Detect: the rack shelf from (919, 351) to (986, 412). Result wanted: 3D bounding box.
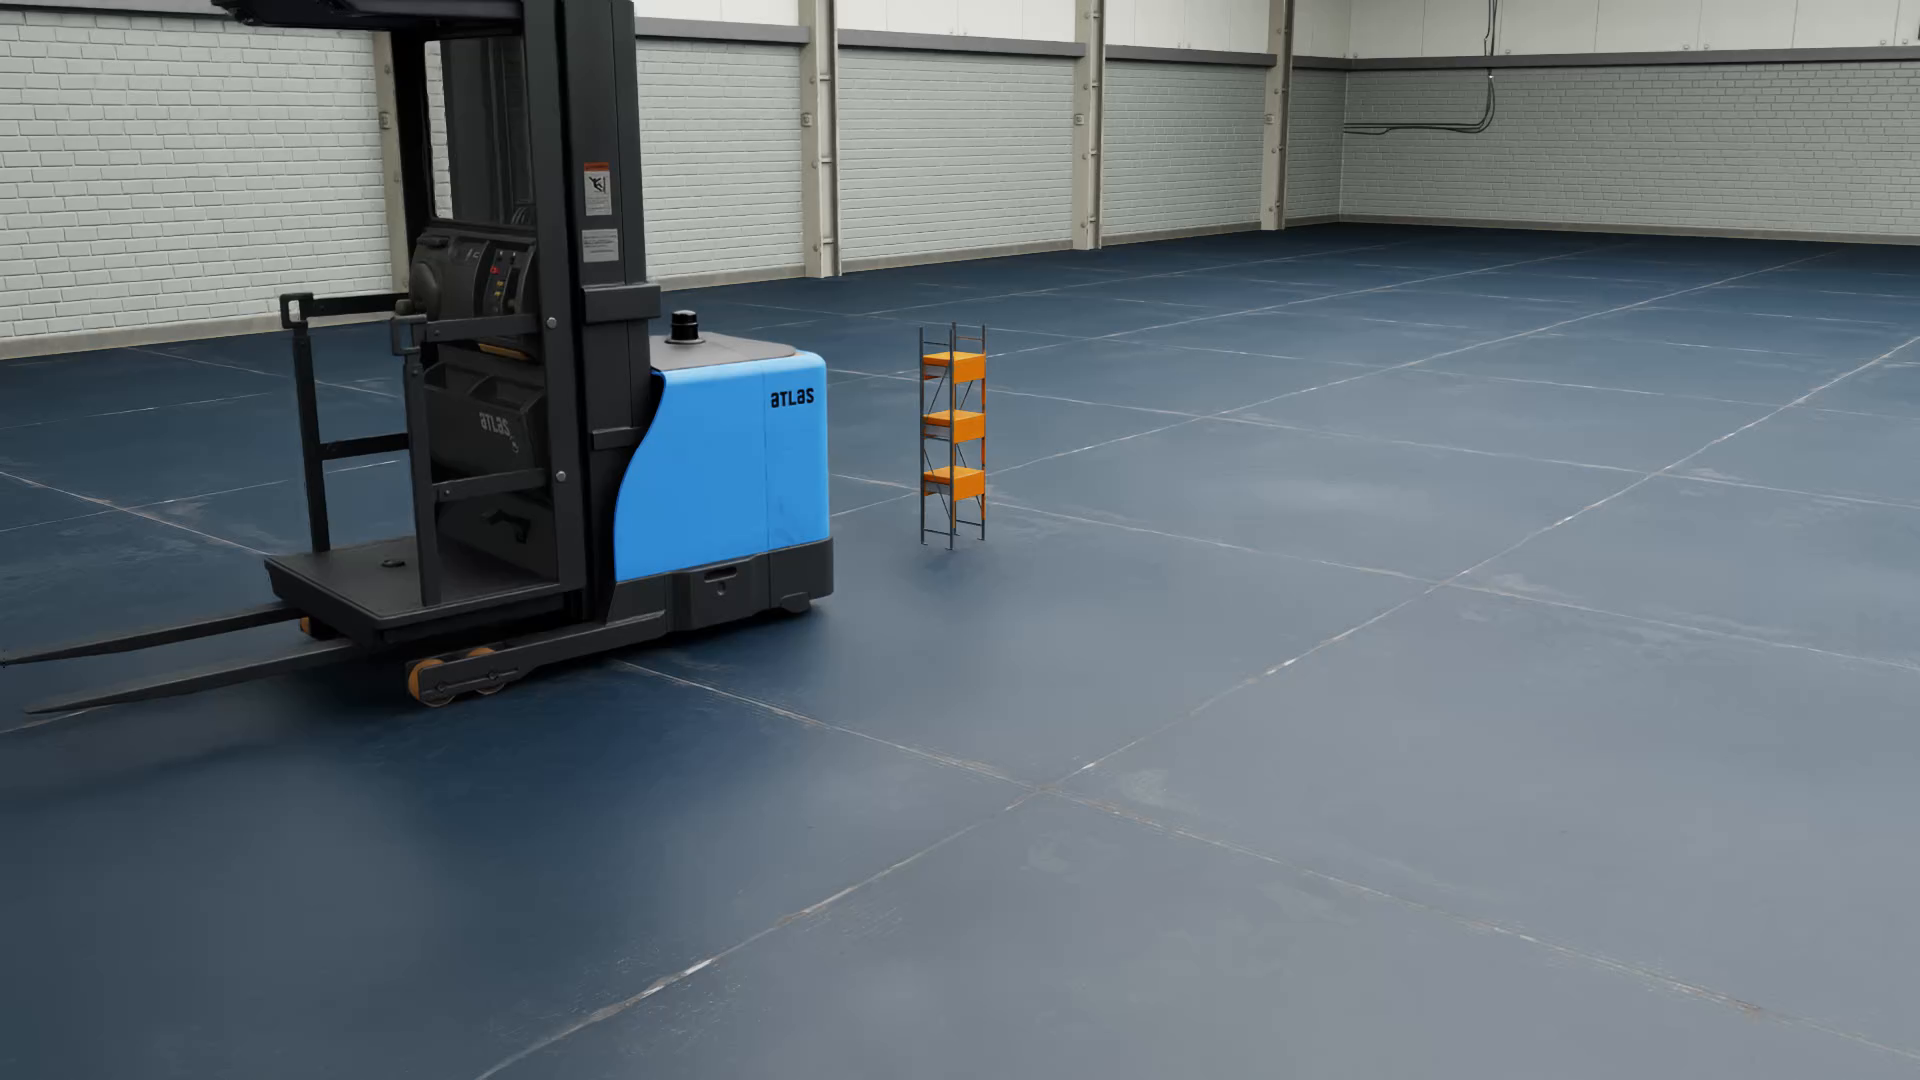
[{"bbox_3d":[-0.034,-0.763,7.886,0.215,0.259,0.240,11,18,38],"label":"rack shelf"}]

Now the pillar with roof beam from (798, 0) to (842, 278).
[{"bbox_3d":[1.564,-7.132,17.920,9.100,9.000,0.400,11,18,38],"label":"pillar with roof beam"}]

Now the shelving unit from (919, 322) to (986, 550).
[{"bbox_3d":[-0.034,-0.499,7.953,0.215,1.050,0.252,11,18,38],"label":"shelving unit"}]

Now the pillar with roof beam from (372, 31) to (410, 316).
[{"bbox_3d":[-2.207,-5.983,13.397,9.100,9.000,0.400,11,18,38],"label":"pillar with roof beam"}]

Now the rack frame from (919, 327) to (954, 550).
[{"bbox_3d":[-0.110,-0.475,7.861,0.200,1.050,0.008,11,18,38],"label":"rack frame"}]

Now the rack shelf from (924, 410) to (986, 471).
[{"bbox_3d":[-0.034,-0.488,7.956,0.215,0.259,0.240,11,18,38],"label":"rack shelf"}]

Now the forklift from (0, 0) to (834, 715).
[{"bbox_3d":[-1.965,-0.981,6.031,3.031,2.935,1.130,-12,19,-40],"label":"forklift"}]

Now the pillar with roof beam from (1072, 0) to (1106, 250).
[{"bbox_3d":[5.335,-8.281,22.443,9.100,9.000,0.400,11,18,38],"label":"pillar with roof beam"}]

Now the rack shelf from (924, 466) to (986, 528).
[{"bbox_3d":[-0.034,-0.219,8.024,0.215,0.259,0.240,11,18,38],"label":"rack shelf"}]

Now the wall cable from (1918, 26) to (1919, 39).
[{"bbox_3d":[16.012,-10.632,24.790,2.305,6.003,0.169,11,18,38],"label":"wall cable"}]

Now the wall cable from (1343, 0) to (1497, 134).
[{"bbox_3d":[8.638,-8.951,31.386,3.097,2.526,0.112,11,18,38],"label":"wall cable"}]

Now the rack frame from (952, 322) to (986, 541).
[{"bbox_3d":[0.043,-0.522,8.045,0.200,1.050,0.008,11,18,38],"label":"rack frame"}]

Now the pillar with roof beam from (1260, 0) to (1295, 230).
[{"bbox_3d":[9.106,-9.430,26.966,9.100,9.000,0.400,11,18,38],"label":"pillar with roof beam"}]
